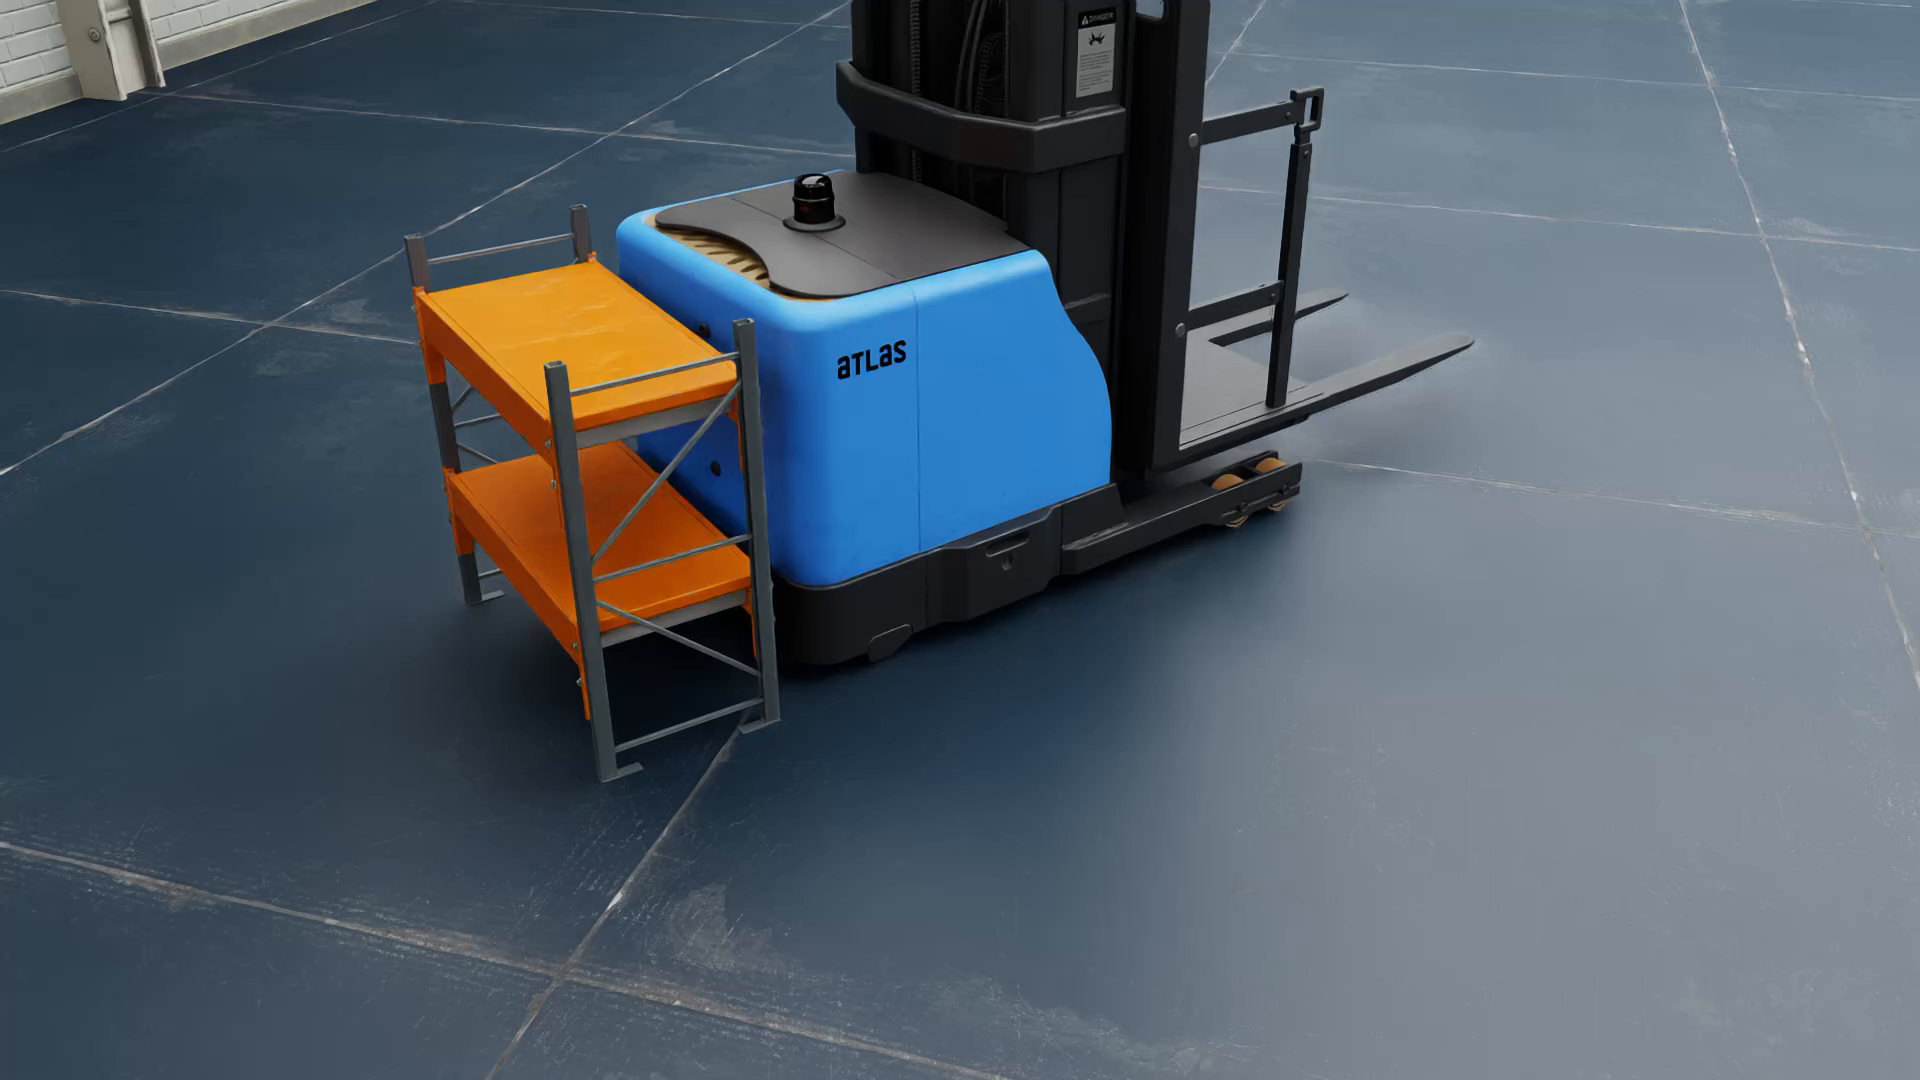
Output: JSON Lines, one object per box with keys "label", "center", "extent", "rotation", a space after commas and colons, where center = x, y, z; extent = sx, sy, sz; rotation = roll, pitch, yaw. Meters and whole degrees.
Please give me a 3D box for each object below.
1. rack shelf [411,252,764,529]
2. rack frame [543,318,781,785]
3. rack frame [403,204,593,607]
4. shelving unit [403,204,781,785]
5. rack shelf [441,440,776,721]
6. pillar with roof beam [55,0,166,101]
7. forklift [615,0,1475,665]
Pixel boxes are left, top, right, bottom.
{"label": "rack shelf", "center": [-0.969, -0.416, 4.239], "extent": [0.538, 0.278, 1.000], "rotation": [-18, 34, -28]}
{"label": "rack frame", "center": [-0.692, 0.047, 4.009], "extent": [0.500, 1.125, 0.032], "rotation": [-18, 34, -28]}
{"label": "rack frame", "center": [-1.246, -0.368, 4.754], "extent": [0.500, 1.125, 0.032], "rotation": [-18, 34, -28]}
{"label": "shelving unit", "center": [-0.969, -0.160, 4.381], "extent": [0.538, 1.125, 1.048], "rotation": [-18, 34, -28]}
{"label": "rack shelf", "center": [-0.969, 0.053, 4.500], "extent": [0.538, 0.278, 1.000], "rotation": [-18, 34, -28]}
{"label": "pillar with roof beam", "center": [-1.017, -6.072, 6.909], "extent": [9.100, 9.000, 0.400], "rotation": [8, 30, 15]}
{"label": "forklift", "center": [0.492, -1.507, 4.943], "extent": [3.031, 2.935, 1.130], "rotation": [-20, 35, -32]}
